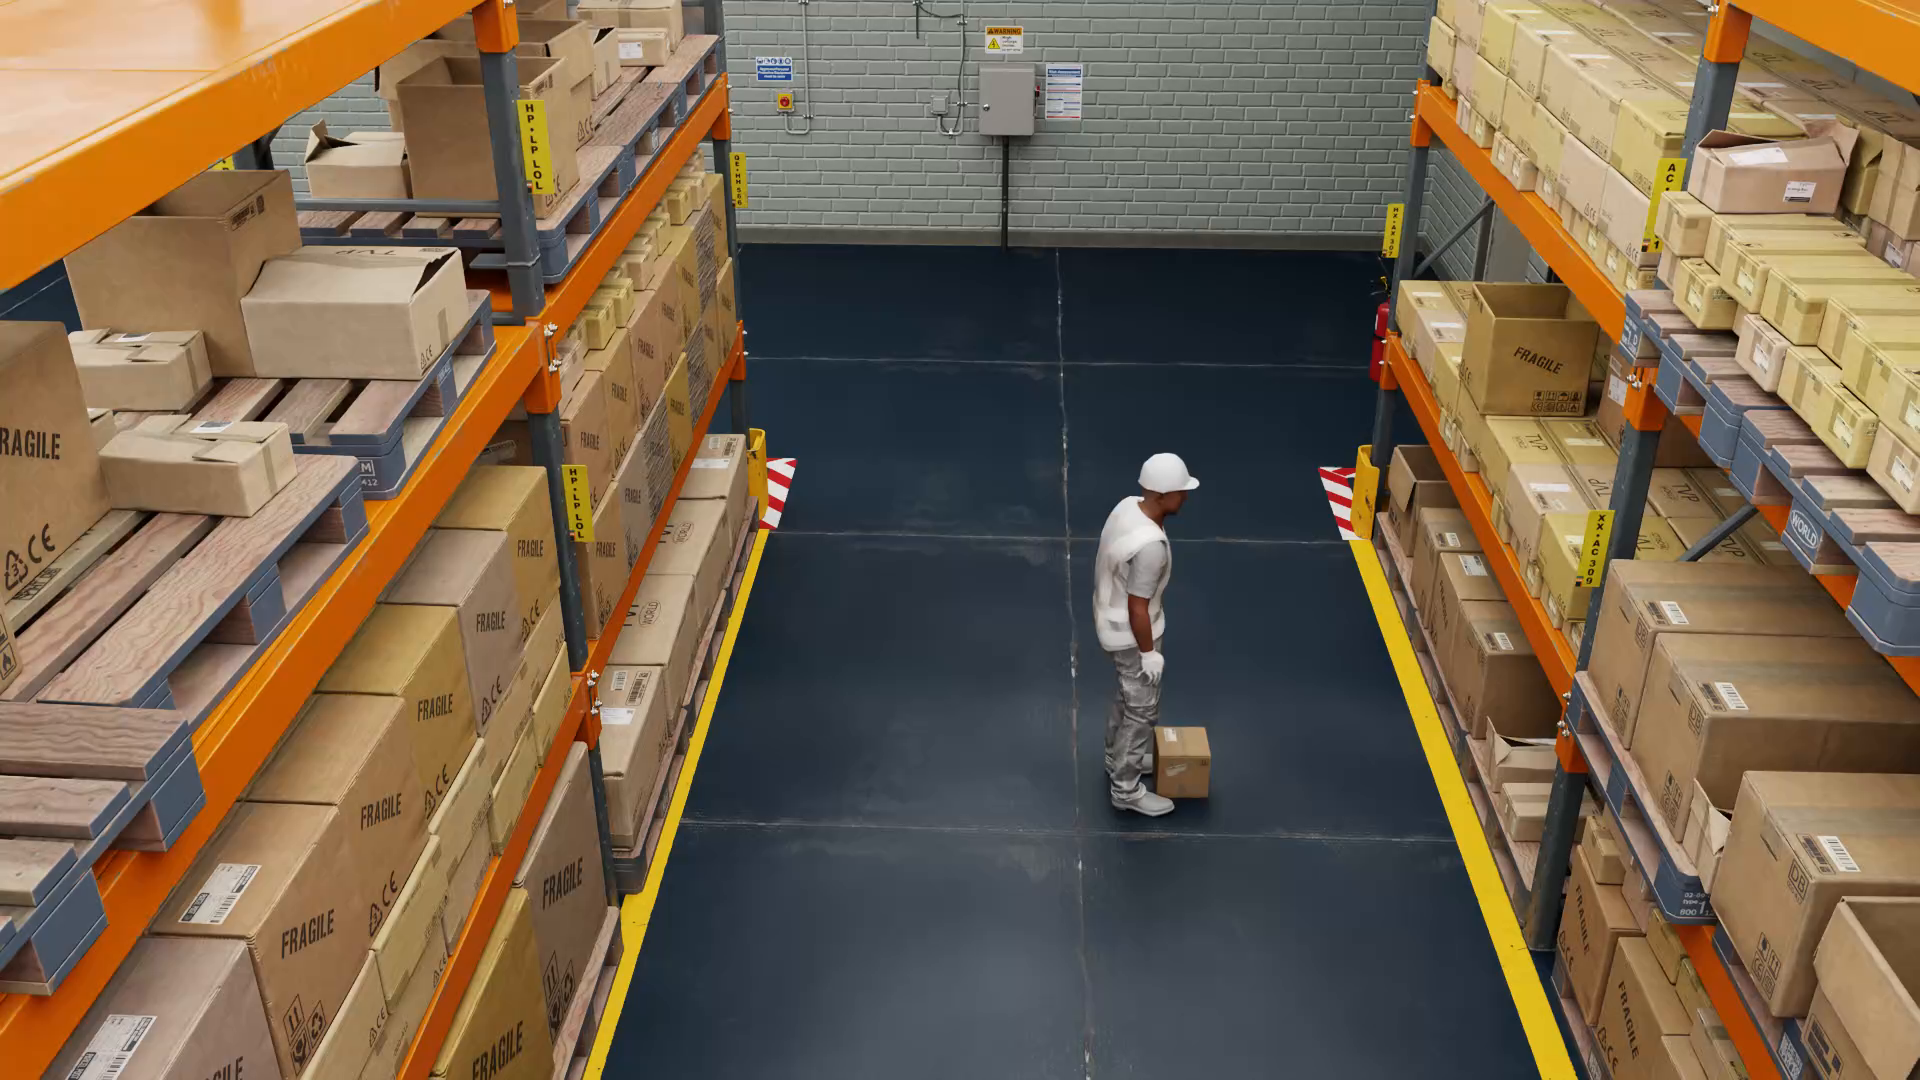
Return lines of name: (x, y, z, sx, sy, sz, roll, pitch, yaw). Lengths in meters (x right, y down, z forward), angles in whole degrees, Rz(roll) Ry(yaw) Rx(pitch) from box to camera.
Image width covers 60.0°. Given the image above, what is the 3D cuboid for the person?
person: (0.852, 0.420, 7.812, 0.452, 1.772, 0.615, 0, 28, 0)
